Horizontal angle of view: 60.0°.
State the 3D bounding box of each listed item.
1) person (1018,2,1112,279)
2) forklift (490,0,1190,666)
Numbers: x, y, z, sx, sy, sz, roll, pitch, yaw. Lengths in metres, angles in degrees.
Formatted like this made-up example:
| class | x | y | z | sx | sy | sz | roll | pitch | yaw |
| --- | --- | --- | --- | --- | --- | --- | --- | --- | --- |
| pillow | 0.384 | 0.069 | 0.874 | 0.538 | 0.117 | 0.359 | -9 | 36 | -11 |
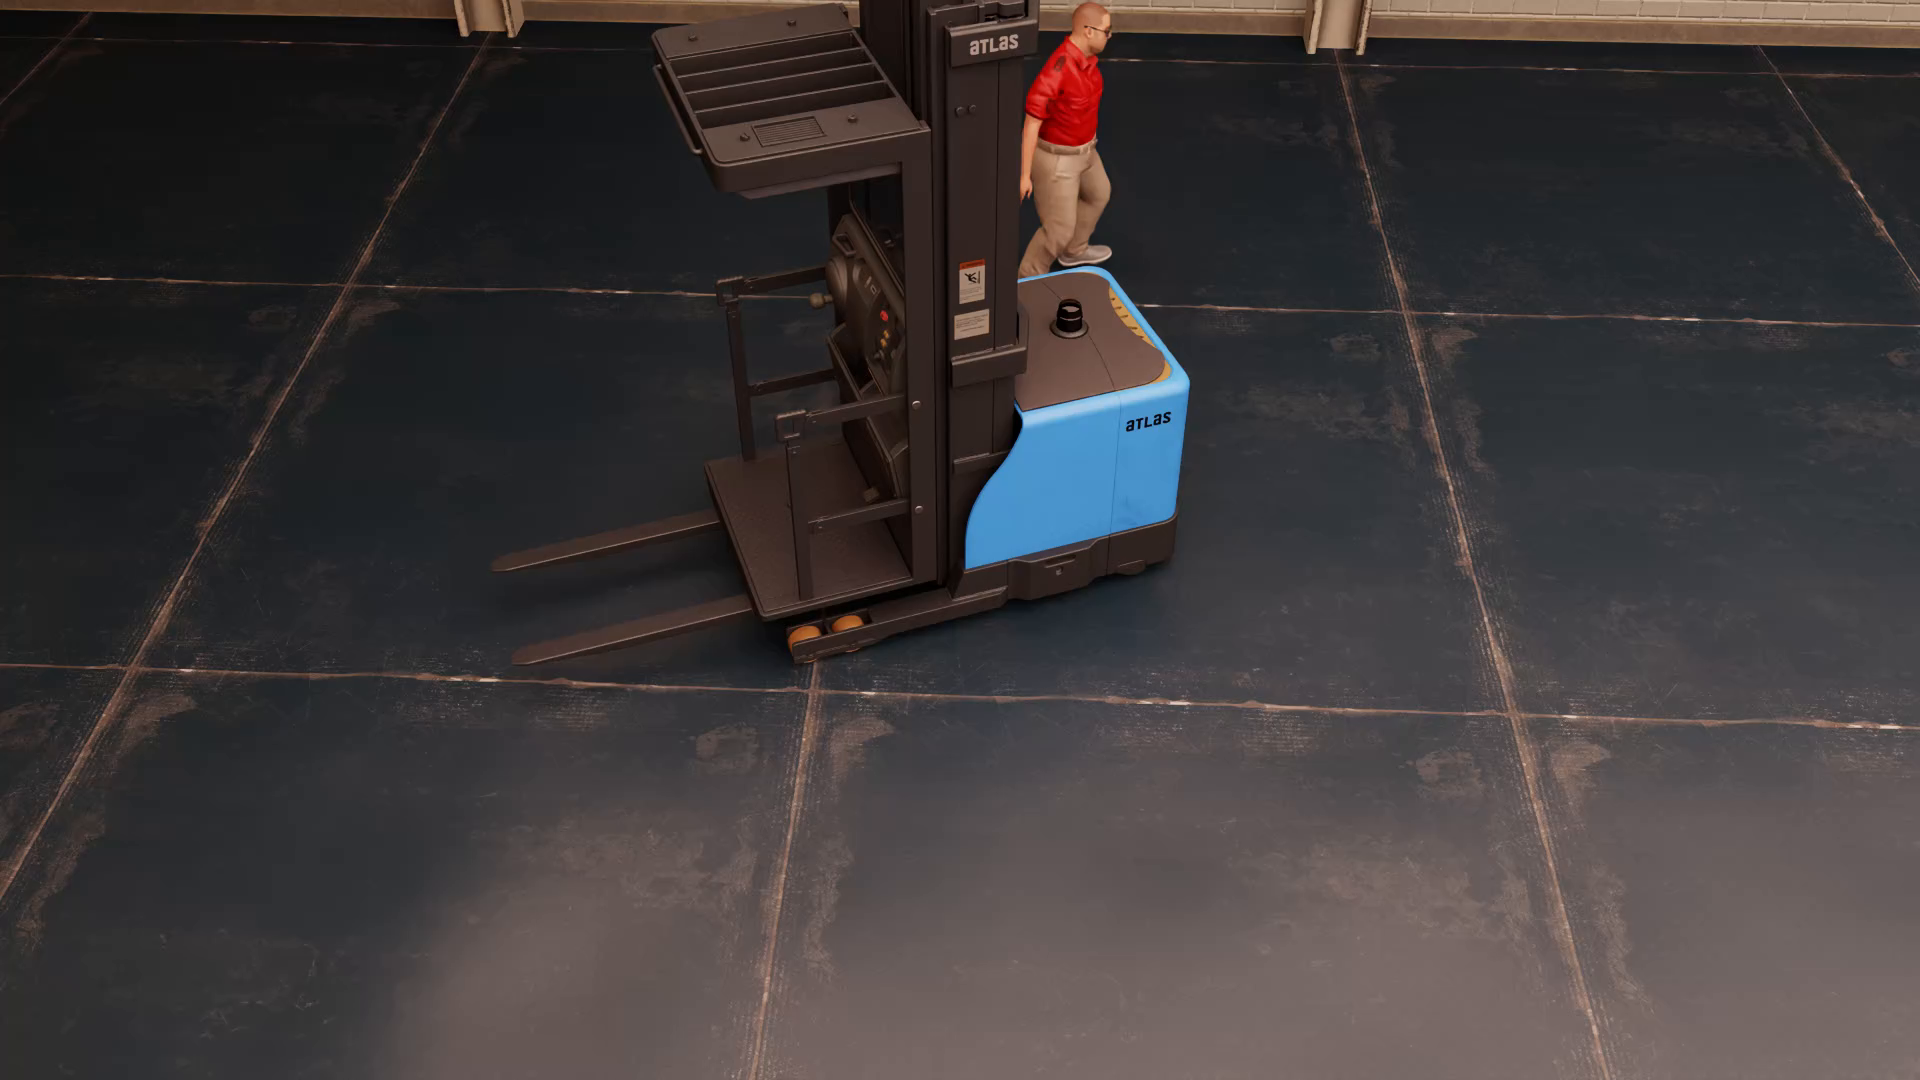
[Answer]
| class | x | y | z | sx | sy | sz | roll | pitch | yaw |
| --- | --- | --- | --- | --- | --- | --- | --- | --- | --- |
| person | 0.549 | -2.072 | 8.955 | 0.420 | 1.703 | 0.878 | 19 | 46 | 19 |
| forklift | -0.573 | -0.945 | 6.778 | 3.031 | 2.935 | 1.130 | -13 | 44 | -14 |
